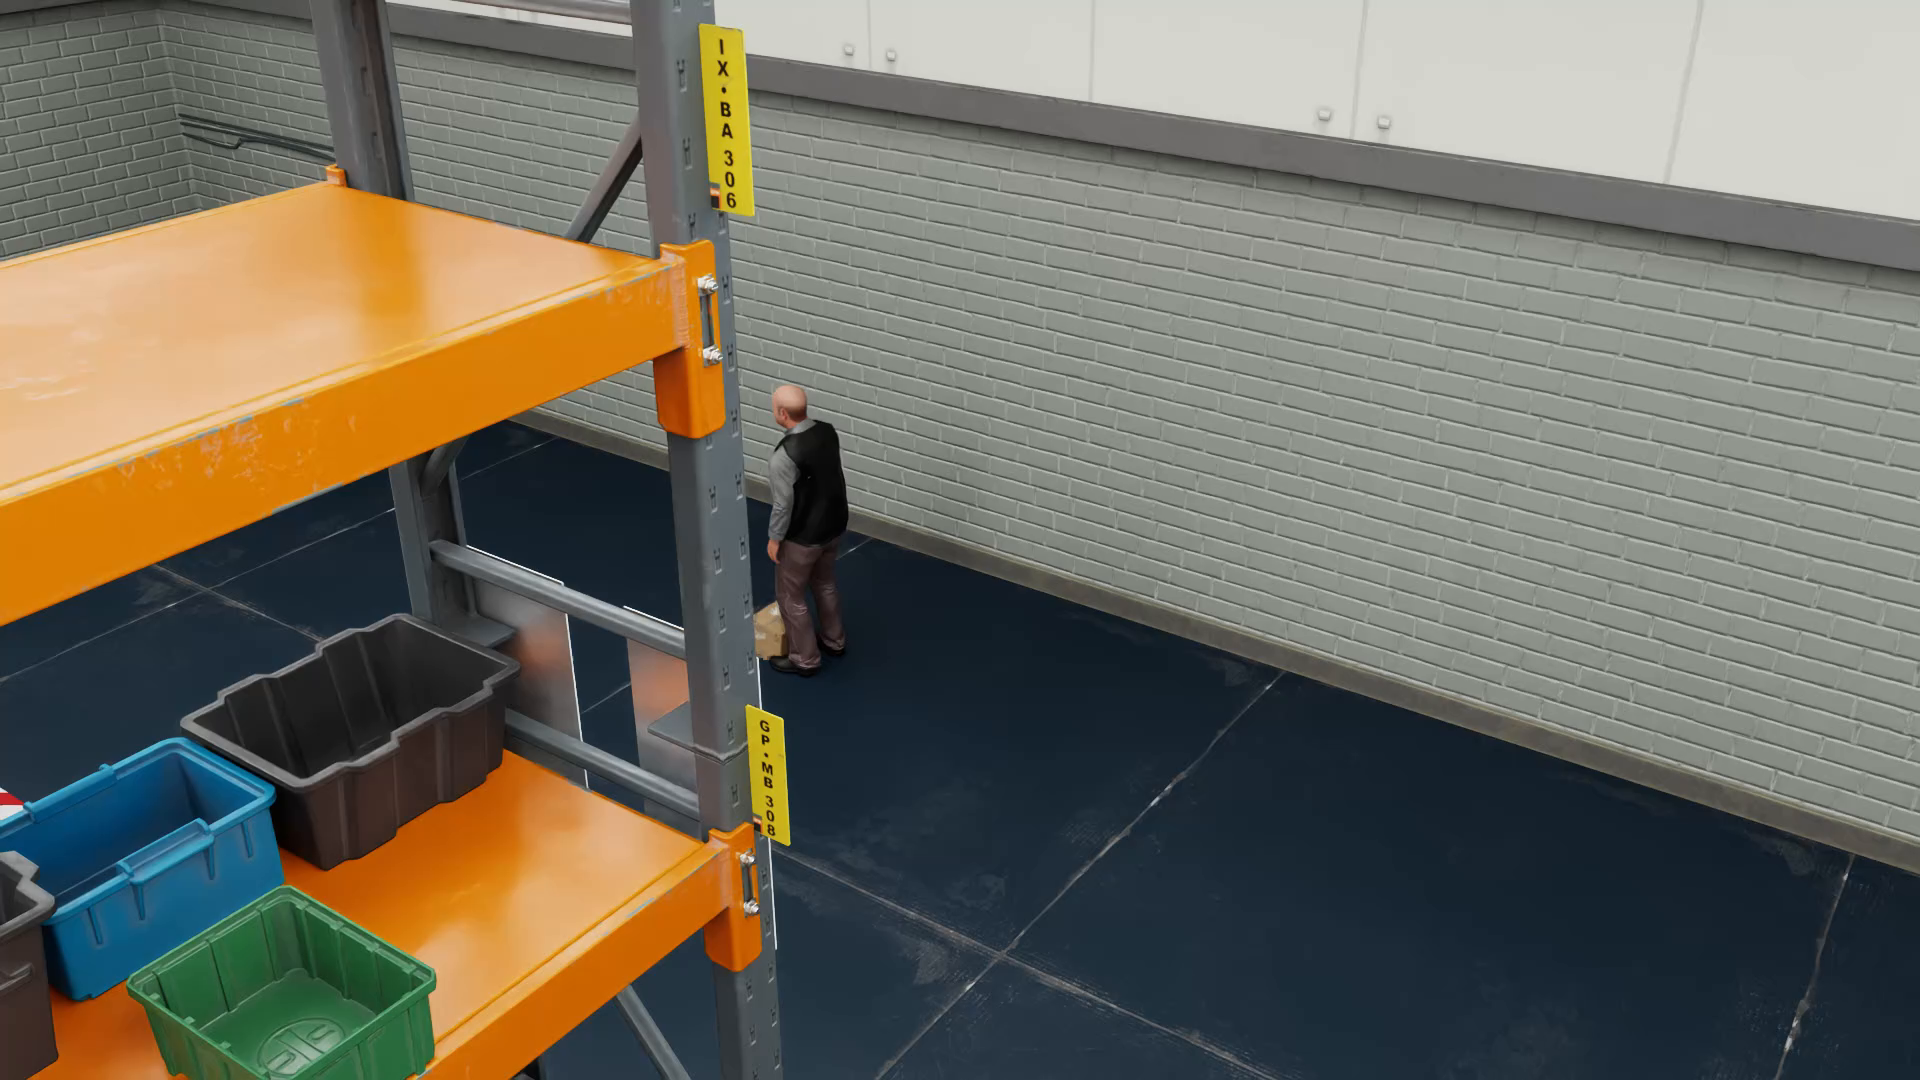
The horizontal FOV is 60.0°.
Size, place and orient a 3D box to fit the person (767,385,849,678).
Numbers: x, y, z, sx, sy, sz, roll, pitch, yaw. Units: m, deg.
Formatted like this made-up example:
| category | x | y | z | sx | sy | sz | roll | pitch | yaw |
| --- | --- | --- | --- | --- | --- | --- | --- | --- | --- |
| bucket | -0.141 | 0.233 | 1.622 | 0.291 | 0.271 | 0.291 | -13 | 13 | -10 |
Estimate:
| category | x | y | z | sx | sy | sz | roll | pitch | yaw |
| --- | --- | --- | --- | --- | --- | --- | --- | --- | --- |
| person | -0.849 | -0.049 | 9.289 | 0.421 | 1.721 | 0.570 | 16 | 31 | 29 |
